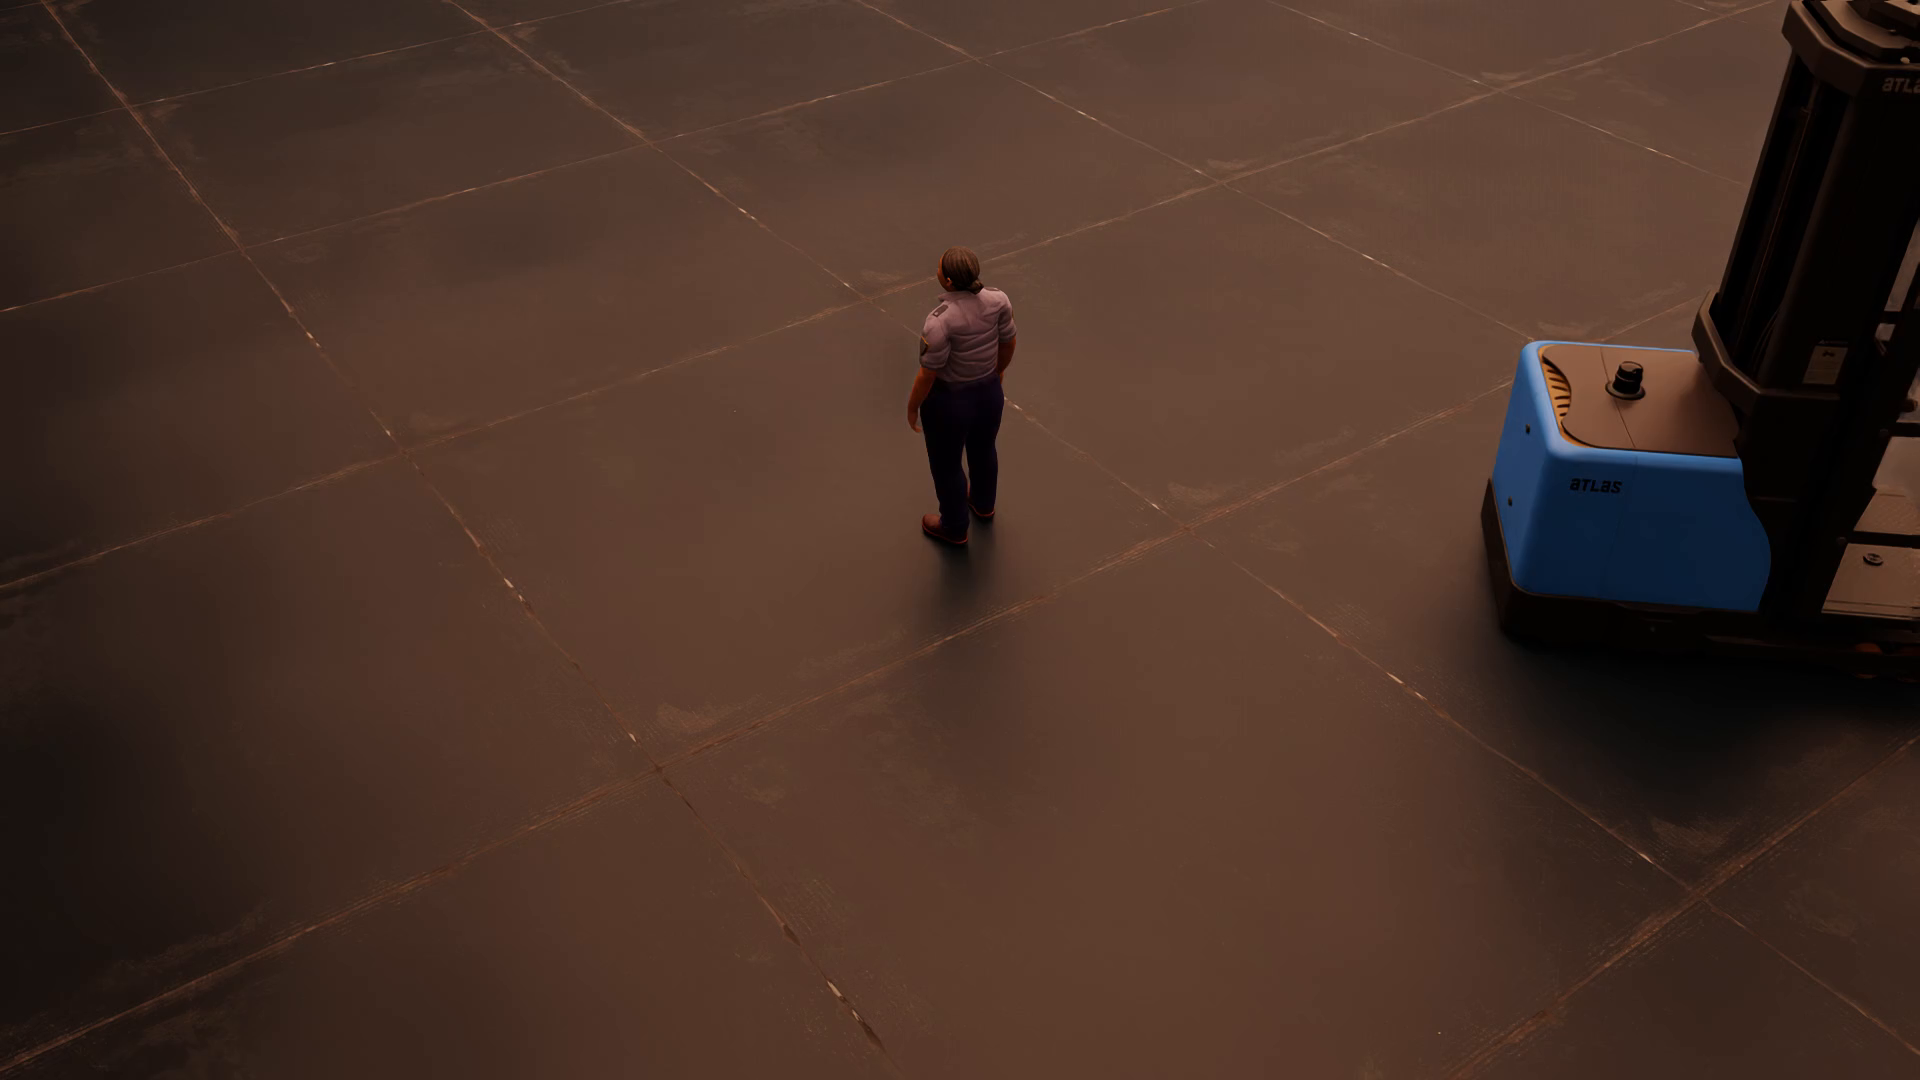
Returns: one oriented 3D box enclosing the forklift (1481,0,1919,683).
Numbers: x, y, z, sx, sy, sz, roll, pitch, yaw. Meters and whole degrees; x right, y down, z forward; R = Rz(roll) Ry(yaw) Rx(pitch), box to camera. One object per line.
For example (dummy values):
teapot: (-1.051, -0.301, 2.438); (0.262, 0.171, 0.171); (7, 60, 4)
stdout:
forklift: (4.089, -0.870, 7.121); (3.031, 2.935, 1.130); (5, 37, 6)

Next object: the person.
person: (-0.033, -0.717, 7.988); (0.598, 1.643, 0.502); (-23, 42, -28)
